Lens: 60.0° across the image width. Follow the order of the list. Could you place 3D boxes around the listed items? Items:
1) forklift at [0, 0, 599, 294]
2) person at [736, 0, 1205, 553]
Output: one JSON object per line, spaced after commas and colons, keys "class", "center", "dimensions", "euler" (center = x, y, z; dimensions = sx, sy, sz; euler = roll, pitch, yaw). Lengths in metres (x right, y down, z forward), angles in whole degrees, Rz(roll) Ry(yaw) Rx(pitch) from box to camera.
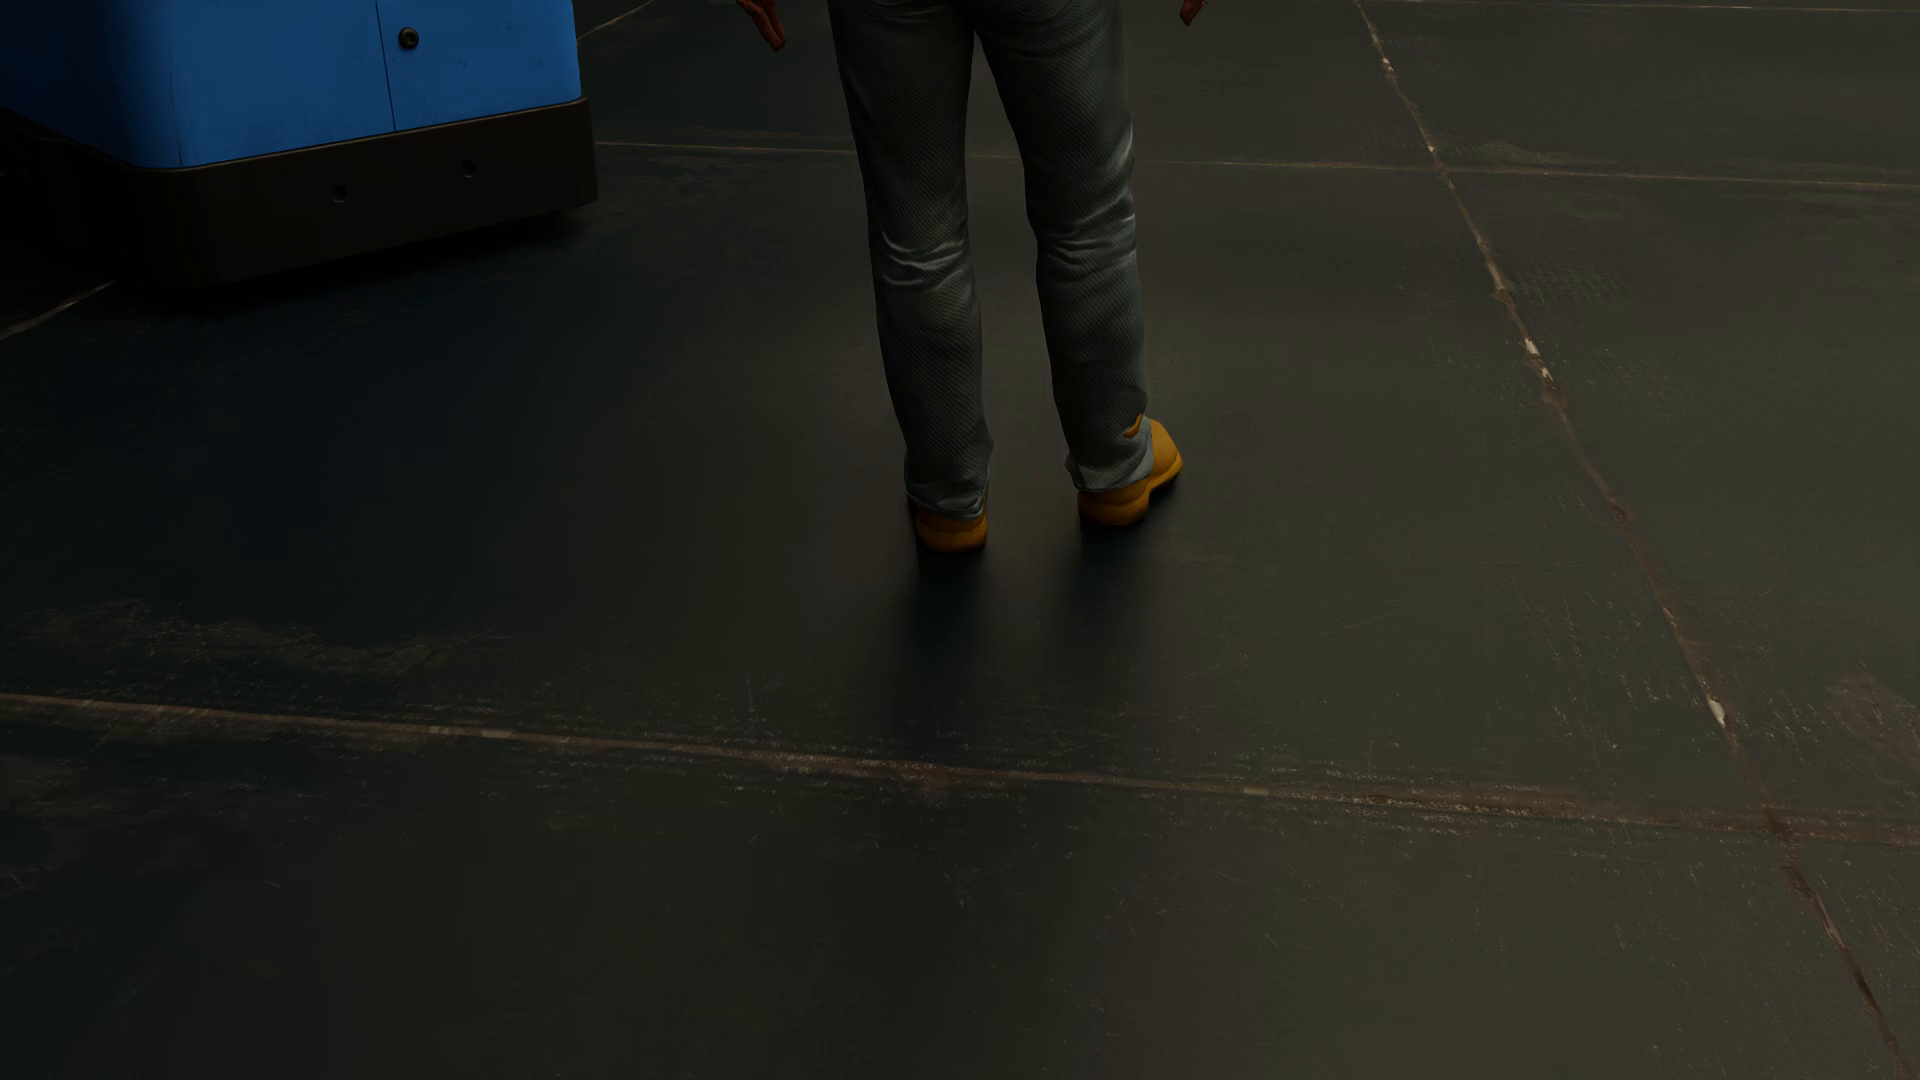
{"class": "forklift", "center": [-2.258, -2.378, 3.984], "dimensions": [1.130, 2.935, 3.031], "euler": [-24, 35, -39]}
{"class": "person", "center": [0.014, -0.827, 2.164], "dimensions": [0.666, 1.768, 0.575], "euler": [3, 27, 7]}
